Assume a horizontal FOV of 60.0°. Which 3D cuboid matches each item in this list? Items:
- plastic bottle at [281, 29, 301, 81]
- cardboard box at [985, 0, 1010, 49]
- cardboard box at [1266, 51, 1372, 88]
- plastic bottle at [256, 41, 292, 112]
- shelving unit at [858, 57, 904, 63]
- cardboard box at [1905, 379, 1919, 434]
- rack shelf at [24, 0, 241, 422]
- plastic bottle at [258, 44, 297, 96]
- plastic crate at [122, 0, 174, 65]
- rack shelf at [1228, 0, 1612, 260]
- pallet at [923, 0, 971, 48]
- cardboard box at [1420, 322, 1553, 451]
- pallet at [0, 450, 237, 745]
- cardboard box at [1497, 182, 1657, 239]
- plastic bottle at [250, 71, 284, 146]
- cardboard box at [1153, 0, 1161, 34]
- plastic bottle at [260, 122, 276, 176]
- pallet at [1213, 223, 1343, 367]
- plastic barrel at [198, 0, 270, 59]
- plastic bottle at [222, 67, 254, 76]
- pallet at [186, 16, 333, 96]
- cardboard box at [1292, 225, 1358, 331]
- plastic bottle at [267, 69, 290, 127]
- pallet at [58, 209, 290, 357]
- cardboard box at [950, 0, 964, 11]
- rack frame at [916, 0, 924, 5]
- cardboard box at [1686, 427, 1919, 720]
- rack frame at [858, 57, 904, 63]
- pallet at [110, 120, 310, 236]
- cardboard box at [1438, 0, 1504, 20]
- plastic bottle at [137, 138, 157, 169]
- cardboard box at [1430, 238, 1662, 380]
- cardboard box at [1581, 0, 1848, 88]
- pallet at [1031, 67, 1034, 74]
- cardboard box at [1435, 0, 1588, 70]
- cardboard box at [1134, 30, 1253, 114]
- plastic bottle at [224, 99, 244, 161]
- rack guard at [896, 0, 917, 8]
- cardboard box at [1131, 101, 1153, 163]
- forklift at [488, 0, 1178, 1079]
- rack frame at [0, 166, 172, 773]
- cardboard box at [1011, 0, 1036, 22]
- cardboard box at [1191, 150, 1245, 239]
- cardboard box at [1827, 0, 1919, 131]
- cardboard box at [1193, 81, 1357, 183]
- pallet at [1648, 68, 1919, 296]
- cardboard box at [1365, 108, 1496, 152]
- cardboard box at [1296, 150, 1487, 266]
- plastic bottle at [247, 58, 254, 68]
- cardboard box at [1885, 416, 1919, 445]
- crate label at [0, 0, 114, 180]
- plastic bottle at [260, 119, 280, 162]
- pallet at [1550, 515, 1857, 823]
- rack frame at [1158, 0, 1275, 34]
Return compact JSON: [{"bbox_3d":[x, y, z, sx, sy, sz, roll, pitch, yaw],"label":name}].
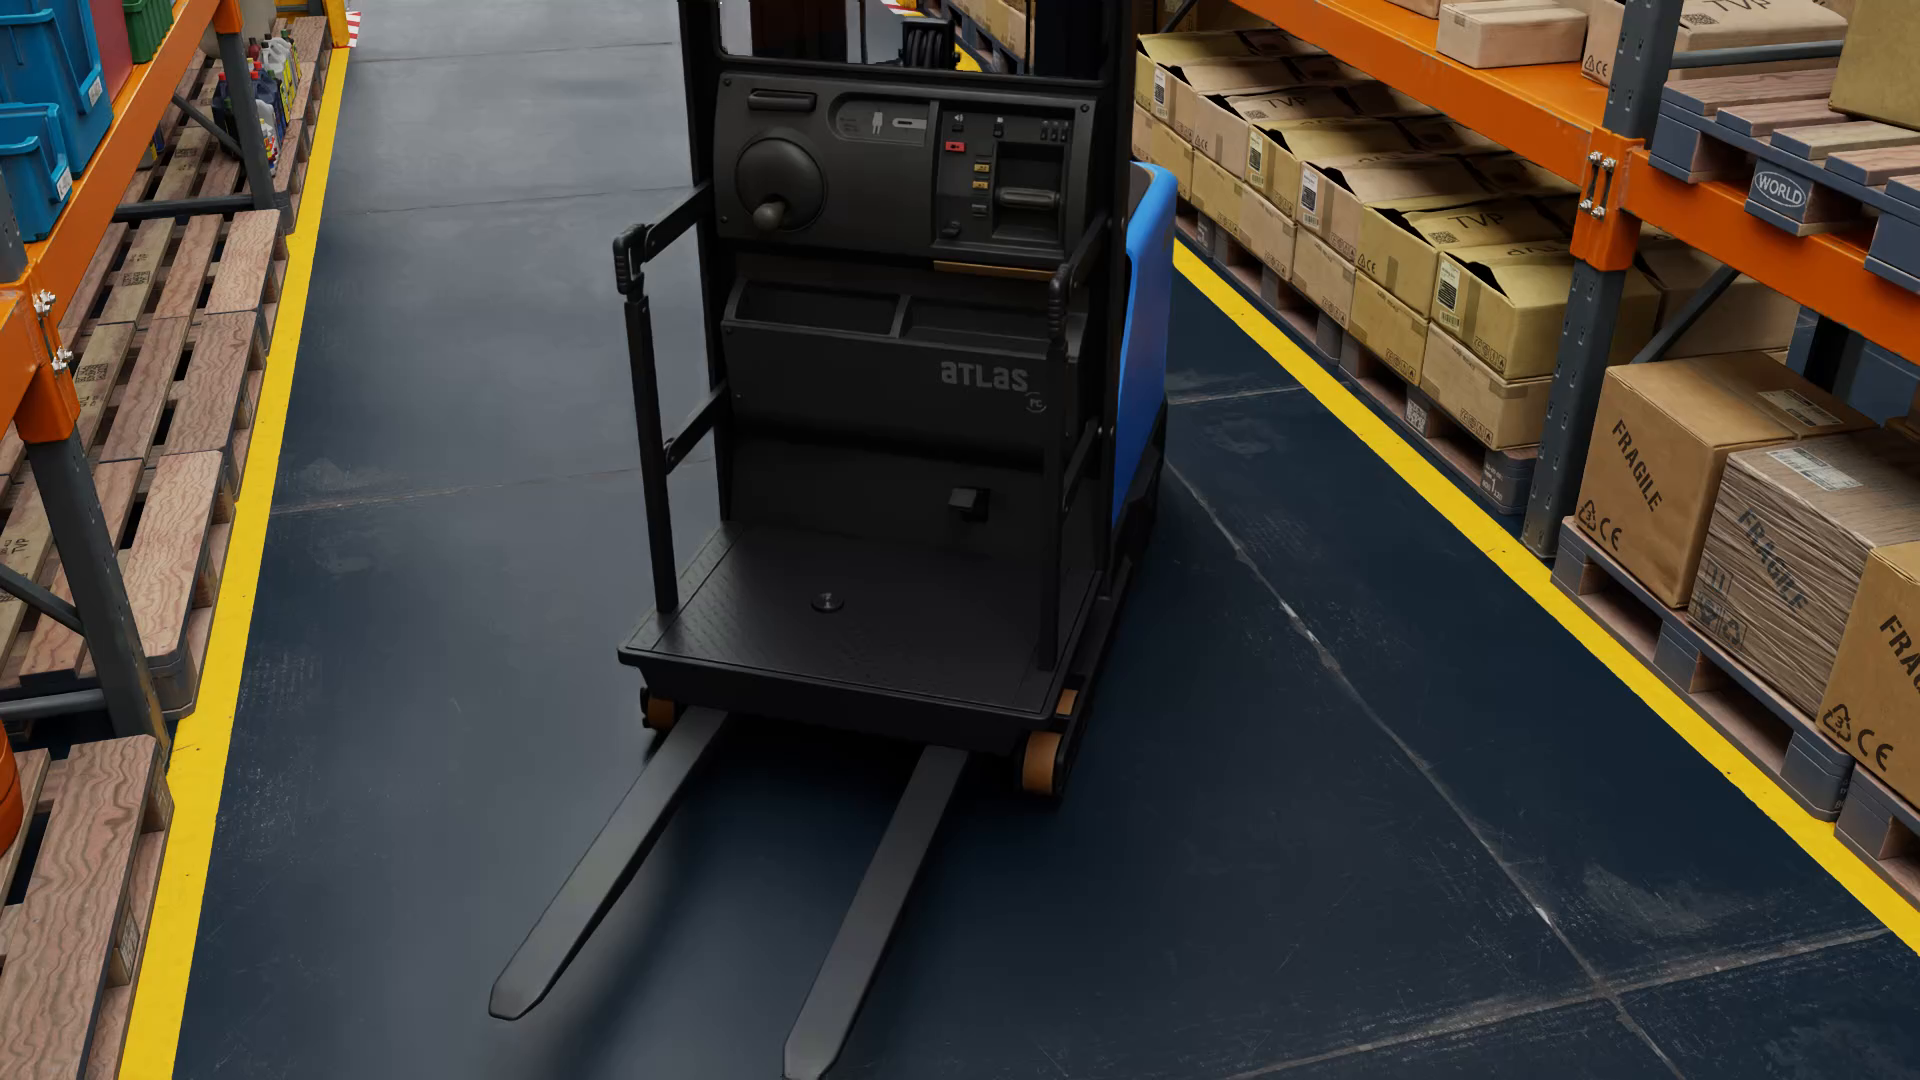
[{"bbox_3d":[-3.682,-2.665,9.133,0.061,0.283,0.133,-7,31,-12],"label":"plastic bottle"},{"bbox_3d":[0.460,-3.168,10.055,0.500,0.250,0.500,-8,31,-13],"label":"cardboard box"},{"bbox_3d":[1.726,-2.085,7.623,0.500,0.311,0.500,-7,31,-12],"label":"cardboard box"},{"bbox_3d":[-3.556,-2.387,8.584,0.144,0.351,0.185,-8,31,-14],"label":"plastic bottle"},{"bbox_3d":[-0.121,-1.155,6.123,0.538,1.125,1.048,-14,33,-23],"label":"shelving unit"},{"bbox_3d":[2.753,-0.312,4.102,0.500,0.250,0.500,-7,31,-11],"label":"cardboard box"},{"bbox_3d":[-3.048,-1.324,5.261,1.077,0.370,4.000,-8,31,-13],"label":"rack shelf"},{"bbox_3d":[-3.653,-2.524,8.896,0.152,0.276,0.135,-9,31,-15],"label":"plastic bottle"},{"bbox_3d":[-2.845,-1.706,5.415,0.450,0.188,0.662,-8,31,-13],"label":"plastic crate"},{"bbox_3d":[1.728,-1.981,6.396,1.077,0.370,4.000,-8,31,-13],"label":"rack shelf"},{"bbox_3d":[0.379,-3.619,11.292,1.003,0.211,1.213,-8,31,-13],"label":"pallet"},{"bbox_3d":[1.884,-0.540,5.513,0.500,0.250,0.500,-7,31,-12],"label":"cardboard box"},{"bbox_3d":[-2.686,0.158,4.766,1.003,0.211,1.213,-8,31,-13],"label":"pallet"},{"bbox_3d":[2.256,-1.105,5.931,0.500,0.311,0.500,-9,31,-15],"label":"cardboard box"},{"bbox_3d":[-3.393,-2.090,8.072,0.144,0.351,0.185,-7,31,-12],"label":"plastic bottle"},{"bbox_3d":[1.236,-3.080,9.155,0.500,0.500,0.500,-8,31,-13],"label":"cardboard box"},{"bbox_3d":[-3.241,-1.823,7.690,0.097,0.271,0.097,0,30,0],"label":"plastic bottle"},{"bbox_3d":[1.758,-1.110,6.957,1.003,0.211,1.213,-8,31,-13],"label":"pallet"},{"bbox_3d":[-4.259,-3.088,9.656,0.421,0.512,0.421,0,30,0],"label":"plastic barrel"},{"bbox_3d":[-3.692,-2.323,8.548,0.152,0.276,0.135,-8,31,-13],"label":"plastic bottle"},{"bbox_3d":[-4.365,-2.903,10.054,1.003,0.211,1.213,-8,31,-13],"label":"pallet"},{"bbox_3d":[1.614,-1.031,6.363,0.500,0.250,0.500,-7,31,-12],"label":"cardboard box"},{"bbox_3d":[-3.447,-2.238,8.394,0.061,0.283,0.133,-6,31,-11],"label":"plastic bottle"},{"bbox_3d":[-3.333,-1.020,6.802,1.003,0.211,1.213,-8,31,-13],"label":"pallet"},{"bbox_3d":[0.200,-3.652,10.891,0.500,0.250,0.500,-8,31,-13],"label":"cardboard box"},{"bbox_3d":[0.136,-5.190,11.222,1.000,3.000,0.127,-8,31,-13],"label":"rack frame"},{"bbox_3d":[2.249,0.075,4.182,0.500,0.500,0.500,-9,31,-15],"label":"cardboard box"},{"bbox_3d":[-0.347,-1.384,6.517,0.500,1.125,0.032,-14,33,-23],"label":"rack frame"},{"bbox_3d":[-3.717,-1.724,8.018,1.003,0.211,1.213,-8,31,-13],"label":"pallet"},{"bbox_3d":[1.867,-1.826,5.661,0.380,0.149,0.250,-6,31,-10],"label":"cardboard box"},{"bbox_3d":[-3.889,-1.937,7.808,0.144,0.351,0.185,-8,31,-13],"label":"plastic bottle"},{"bbox_3d":[1.883,-0.781,5.371,0.500,0.311,0.500,-7,31,-12],"label":"cardboard box"},{"bbox_3d":[2.205,-1.469,4.883,0.500,0.311,0.500,-6,31,-10],"label":"cardboard box"},{"bbox_3d":[1.027,-2.441,9.256,1.003,0.211,1.213,-8,31,-13],"label":"pallet"},{"bbox_3d":[1.754,-1.615,5.297,0.380,0.149,0.250,-8,31,-13],"label":"cardboard box"},{"bbox_3d":[1.067,-2.260,7.926,0.500,0.311,0.500,-8,31,-13],"label":"cardboard box"},{"bbox_3d":[-3.456,-1.966,7.925,0.061,0.283,0.133,-8,31,-13],"label":"plastic bottle"},{"bbox_3d":[0.130,-4.120,11.869,1.175,0.500,0.348,-8,31,-13],"label":"rack guard"},{"bbox_3d":[1.066,-2.022,8.075,0.500,0.250,0.500,-9,31,-14],"label":"cardboard box"},{"bbox_3d":[-0.198,-0.846,3.787,1.130,2.935,3.031,8,31,13],"label":"forklift"},{"bbox_3d":[-2.517,-0.669,3.412,1.000,3.000,0.127,-8,31,-13],"label":"rack frame"},{"bbox_3d":[0.606,-3.253,9.453,0.500,0.500,0.500,-8,31,-13],"label":"cardboard box"},{"bbox_3d":[1.340,-1.525,7.216,0.500,0.250,0.500,-9,31,-15],"label":"cardboard box"},{"bbox_3d":[2.535,-1.262,3.917,0.700,0.500,0.500,-19,35,-30],"label":"cardboard box"},{"bbox_3d":[1.333,-1.768,7.075,0.500,0.311,0.500,-9,31,-15],"label":"cardboard box"},{"bbox_3d":[2.507,-0.925,4.045,1.213,0.211,1.003,-8,31,-13],"label":"pallet"},{"bbox_3d":[1.986,-1.600,6.786,0.500,0.311,0.500,-8,31,-14],"label":"cardboard box"},{"bbox_3d":[1.607,-1.275,6.225,0.500,0.311,0.500,-8,31,-14],"label":"cardboard box"},{"bbox_3d":[-3.769,-2.466,8.870,0.097,0.201,0.097,0,30,0],"label":"plastic bottle"},{"bbox_3d":[2.734,-0.014,4.336,0.500,0.500,0.500,-7,31,-11],"label":"cardboard box"},{"bbox_3d":[-2.520,-1.200,4.294,0.502,0.435,0.616,-8,31,-13],"label":"crate label"},{"bbox_3d":[-3.295,-1.891,7.877,0.097,0.201,0.097,0,30,0],"label":"plastic bottle"},{"bbox_3d":[2.421,0.246,4.614,1.003,0.211,1.213,-8,31,-13],"label":"pallet"},{"bbox_3d":[1.198,-3.258,7.885,1.000,3.000,0.127,-8,31,-13],"label":"rack frame"}]
